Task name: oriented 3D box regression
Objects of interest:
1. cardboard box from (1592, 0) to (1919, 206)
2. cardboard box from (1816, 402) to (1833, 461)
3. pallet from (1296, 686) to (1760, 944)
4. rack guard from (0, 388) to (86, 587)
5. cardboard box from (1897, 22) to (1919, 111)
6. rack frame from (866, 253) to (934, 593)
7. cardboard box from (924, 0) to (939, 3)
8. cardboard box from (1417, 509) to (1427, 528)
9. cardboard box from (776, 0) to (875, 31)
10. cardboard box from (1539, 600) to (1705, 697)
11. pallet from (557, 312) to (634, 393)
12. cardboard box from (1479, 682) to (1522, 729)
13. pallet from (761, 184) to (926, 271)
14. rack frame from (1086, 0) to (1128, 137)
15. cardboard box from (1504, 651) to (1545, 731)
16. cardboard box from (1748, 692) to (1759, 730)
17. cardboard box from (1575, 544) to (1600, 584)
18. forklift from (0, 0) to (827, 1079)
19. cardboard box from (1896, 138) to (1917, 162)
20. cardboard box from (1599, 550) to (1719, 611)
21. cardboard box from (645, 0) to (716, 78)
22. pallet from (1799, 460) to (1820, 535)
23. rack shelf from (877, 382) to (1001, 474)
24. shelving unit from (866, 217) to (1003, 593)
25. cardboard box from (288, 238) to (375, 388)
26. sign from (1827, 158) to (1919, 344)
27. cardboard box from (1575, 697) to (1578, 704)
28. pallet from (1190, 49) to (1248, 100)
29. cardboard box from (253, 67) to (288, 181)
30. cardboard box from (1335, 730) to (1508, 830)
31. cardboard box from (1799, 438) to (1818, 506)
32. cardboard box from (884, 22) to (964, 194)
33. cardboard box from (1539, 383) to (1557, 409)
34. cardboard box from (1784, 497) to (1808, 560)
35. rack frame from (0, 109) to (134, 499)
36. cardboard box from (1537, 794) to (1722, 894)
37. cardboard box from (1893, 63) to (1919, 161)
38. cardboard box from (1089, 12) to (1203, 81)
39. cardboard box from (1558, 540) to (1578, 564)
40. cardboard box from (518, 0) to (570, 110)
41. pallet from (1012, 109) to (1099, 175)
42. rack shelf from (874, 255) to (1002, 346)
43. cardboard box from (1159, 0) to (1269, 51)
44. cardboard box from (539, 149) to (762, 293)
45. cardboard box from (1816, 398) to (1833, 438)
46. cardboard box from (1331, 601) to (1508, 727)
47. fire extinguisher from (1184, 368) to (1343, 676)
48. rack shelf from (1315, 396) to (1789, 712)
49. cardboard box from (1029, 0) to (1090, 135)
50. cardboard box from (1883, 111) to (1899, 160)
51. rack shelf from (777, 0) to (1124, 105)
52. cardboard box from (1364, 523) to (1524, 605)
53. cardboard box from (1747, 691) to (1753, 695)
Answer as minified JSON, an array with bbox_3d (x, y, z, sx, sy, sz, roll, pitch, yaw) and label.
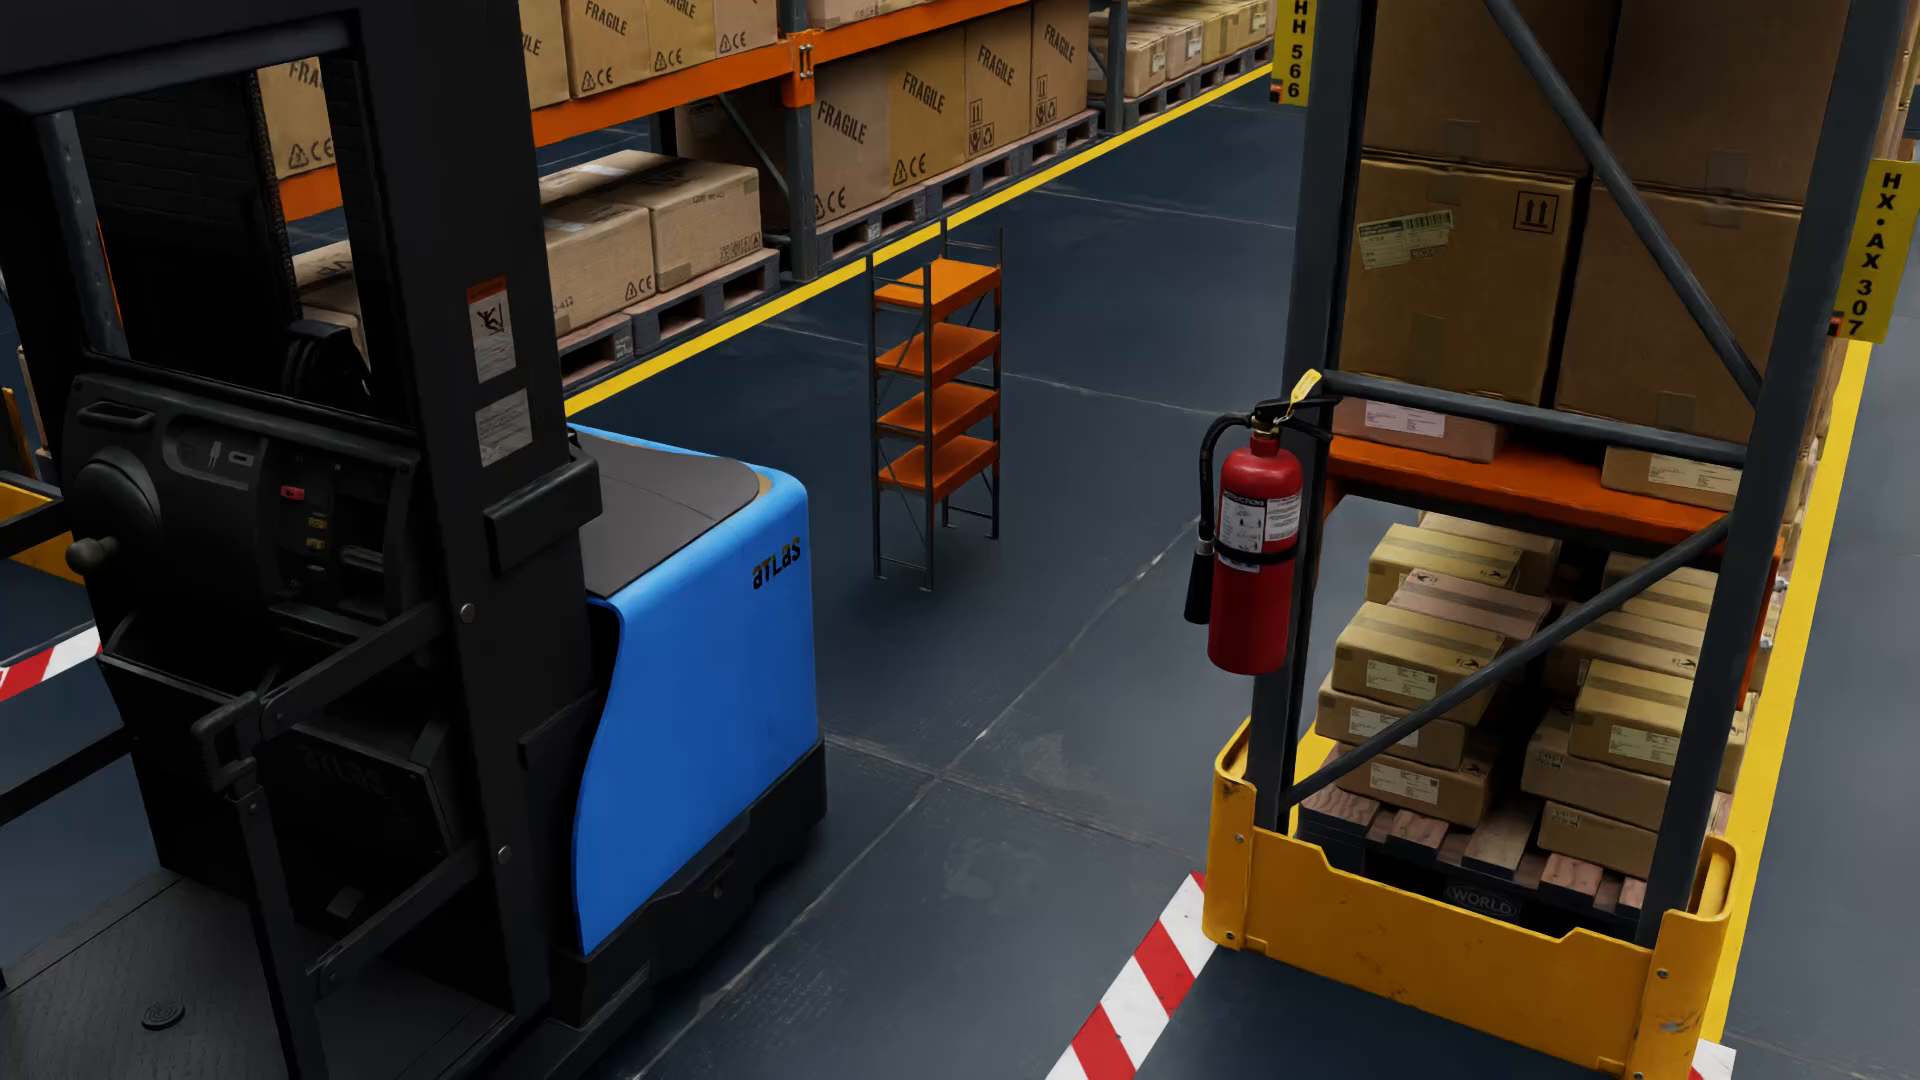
[{"bbox_3d":[1.603,-0.984,3.303,0.500,0.500,0.500,14,30,26],"label":"cardboard box"},{"bbox_3d":[3.002,-0.438,6.158,0.380,0.149,0.250,13,29,24],"label":"cardboard box"},{"bbox_3d":[1.619,0.666,4.684,1.003,0.211,1.213,14,30,26],"label":"pallet"},{"bbox_3d":[-3.220,-0.166,6.023,1.175,0.500,0.348,14,30,26],"label":"rack guard"},{"bbox_3d":[2.121,-1.380,4.094,0.500,0.500,0.500,13,30,25],"label":"cardboard box"},{"bbox_3d":[-0.201,-0.377,5.663,0.240,1.200,0.015,14,30,26],"label":"rack frame"},{"bbox_3d":[-0.275,-3.297,9.652,0.500,0.250,0.500,14,30,26],"label":"cardboard box"},{"bbox_3d":[1.648,-0.102,5.153,0.380,0.149,0.250,15,30,28],"label":"cardboard box"},{"bbox_3d":[-0.794,-2.898,8.856,0.500,0.250,0.500,13,30,25],"label":"cardboard box"},{"bbox_3d":[1.736,0.315,4.320,0.380,0.149,0.250,15,30,27],"label":"cardboard box"},{"bbox_3d":[-2.282,-0.849,7.710,1.003,0.211,1.213,14,30,26],"label":"pallet"},{"bbox_3d":[1.338,0.353,4.577,0.380,0.149,0.250,13,30,25],"label":"cardboard box"},{"bbox_3d":[-0.926,-1.922,9.854,1.003,0.211,1.213,14,30,26],"label":"pallet"},{"bbox_3d":[0.728,-4.411,11.711,1.000,3.000,0.127,14,30,26],"label":"rack frame"},{"bbox_3d":[1.472,0.387,4.842,0.380,0.149,0.250,14,30,26],"label":"cardboard box"},{"bbox_3d":[2.083,0.417,4.782,0.380,0.149,0.250,15,30,27],"label":"cardboard box"},{"bbox_3d":[1.995,-0.009,5.634,0.380,0.149,0.250,15,30,28],"label":"cardboard box"},{"bbox_3d":[-1.498,-0.031,3.037,1.130,2.935,3.031,13,29,25],"label":"forklift"},{"bbox_3d":[5.465,-2.760,10.456,1.050,0.750,0.750,14,30,25],"label":"cardboard box"},{"bbox_3d":[2.021,0.130,4.690,0.380,0.149,0.250,13,29,24],"label":"cardboard box"},{"bbox_3d":[-1.494,-2.458,7.698,0.500,0.500,0.500,13,30,25],"label":"cardboard box"},{"bbox_3d":[2.820,-0.285,6.583,1.003,0.211,1.213,14,30,26],"label":"pallet"},{"bbox_3d":[-0.081,-0.412,5.883,0.258,0.148,0.480,14,30,26],"label":"rack shelf"},{"bbox_3d":[-0.081,-0.472,5.853,0.258,1.200,0.503,14,30,26],"label":"shelving unit"},{"bbox_3d":[-2.527,-0.973,7.236,0.875,0.438,0.875,15,30,27],"label":"cardboard box"},{"bbox_3d":[1.624,-0.510,2.951,0.100,0.325,0.005,14,30,26],"label":"sign"},{"bbox_3d":[1.816,0.470,4.344,0.380,0.149,0.250,14,30,26],"label":"cardboard box"},{"bbox_3d":[1.714,-3.942,13.889,1.003,0.211,1.213,14,30,26],"label":"pallet"},{"bbox_3d":[-2.722,-1.462,5.707,0.500,0.500,0.500,14,30,26],"label":"cardboard box"},{"bbox_3d":[1.229,0.593,4.429,0.380,0.149,0.250,15,30,27],"label":"cardboard box"},{"bbox_3d":[2.593,-0.260,5.469,0.380,0.149,0.250,13,29,24],"label":"cardboard box"},{"bbox_3d":[-0.567,-2.703,10.203,0.875,0.875,0.875,15,30,28],"label":"cardboard box"},{"bbox_3d":[1.221,-0.408,3.995,0.380,0.149,0.250,14,30,26],"label":"cardboard box"},{"bbox_3d":[2.714,-0.083,5.781,0.380,0.149,0.250,14,30,26],"label":"cardboard box"},{"bbox_3d":[-3.208,-1.293,5.482,1.000,3.000,0.127,14,30,26],"label":"rack frame"},{"bbox_3d":[1.688,0.711,4.195,0.380,0.149,0.250,15,30,27],"label":"cardboard box"},{"bbox_3d":[2.871,-1.526,5.504,0.500,0.500,0.500,13,30,25],"label":"cardboard box"},{"bbox_3d":[1.370,-3.931,13.218,0.950,0.372,0.625,14,30,25],"label":"cardboard box"},{"bbox_3d":[1.802,-0.060,5.403,0.380,0.149,0.250,16,31,29],"label":"cardboard box"},{"bbox_3d":[-2.000,-2.058,6.899,0.500,0.500,0.500,15,30,28],"label":"cardboard box"},{"bbox_3d":[0.274,-2.873,11.754,1.003,0.211,1.213,14,30,26],"label":"pallet"},{"bbox_3d":[-0.081,-0.823,5.677,0.258,0.148,0.480,14,30,26],"label":"rack shelf"},{"bbox_3d":[2.089,-4.497,14.348,0.950,0.372,0.625,16,31,29],"label":"cardboard box"},{"bbox_3d":[-1.643,-1.673,8.634,0.875,0.438,0.875,14,30,25],"label":"cardboard box"},{"bbox_3d":[1.864,-0.386,3.950,0.380,0.149,0.250,13,30,25],"label":"cardboard box"},{"bbox_3d":[1.191,0.316,4.318,0.380,0.149,0.250,15,30,27],"label":"cardboard box"},{"bbox_3d":[0.626,-0.045,3.491,0.296,0.674,0.183,14,30,26],"label":"fire extinguisher"},{"bbox_3d":[2.135,-0.700,5.102,1.077,0.370,4.000,14,30,26],"label":"rack shelf"},{"bbox_3d":[0.315,-3.398,11.591,0.875,0.875,0.875,14,30,26],"label":"cardboard box"},{"bbox_3d":[2.106,-0.937,4.326,0.500,0.500,0.500,15,30,27],"label":"cardboard box"},{"bbox_3d":[-0.256,-3.310,10.315,1.077,0.370,4.000,14,30,26],"label":"rack shelf"},{"bbox_3d":[1.382,0.102,4.746,0.380,0.149,0.250,13,30,25],"label":"cardboard box"},{"bbox_3d":[2.081,0.279,4.726,0.380,0.149,0.250,15,30,28],"label":"cardboard box"}]
